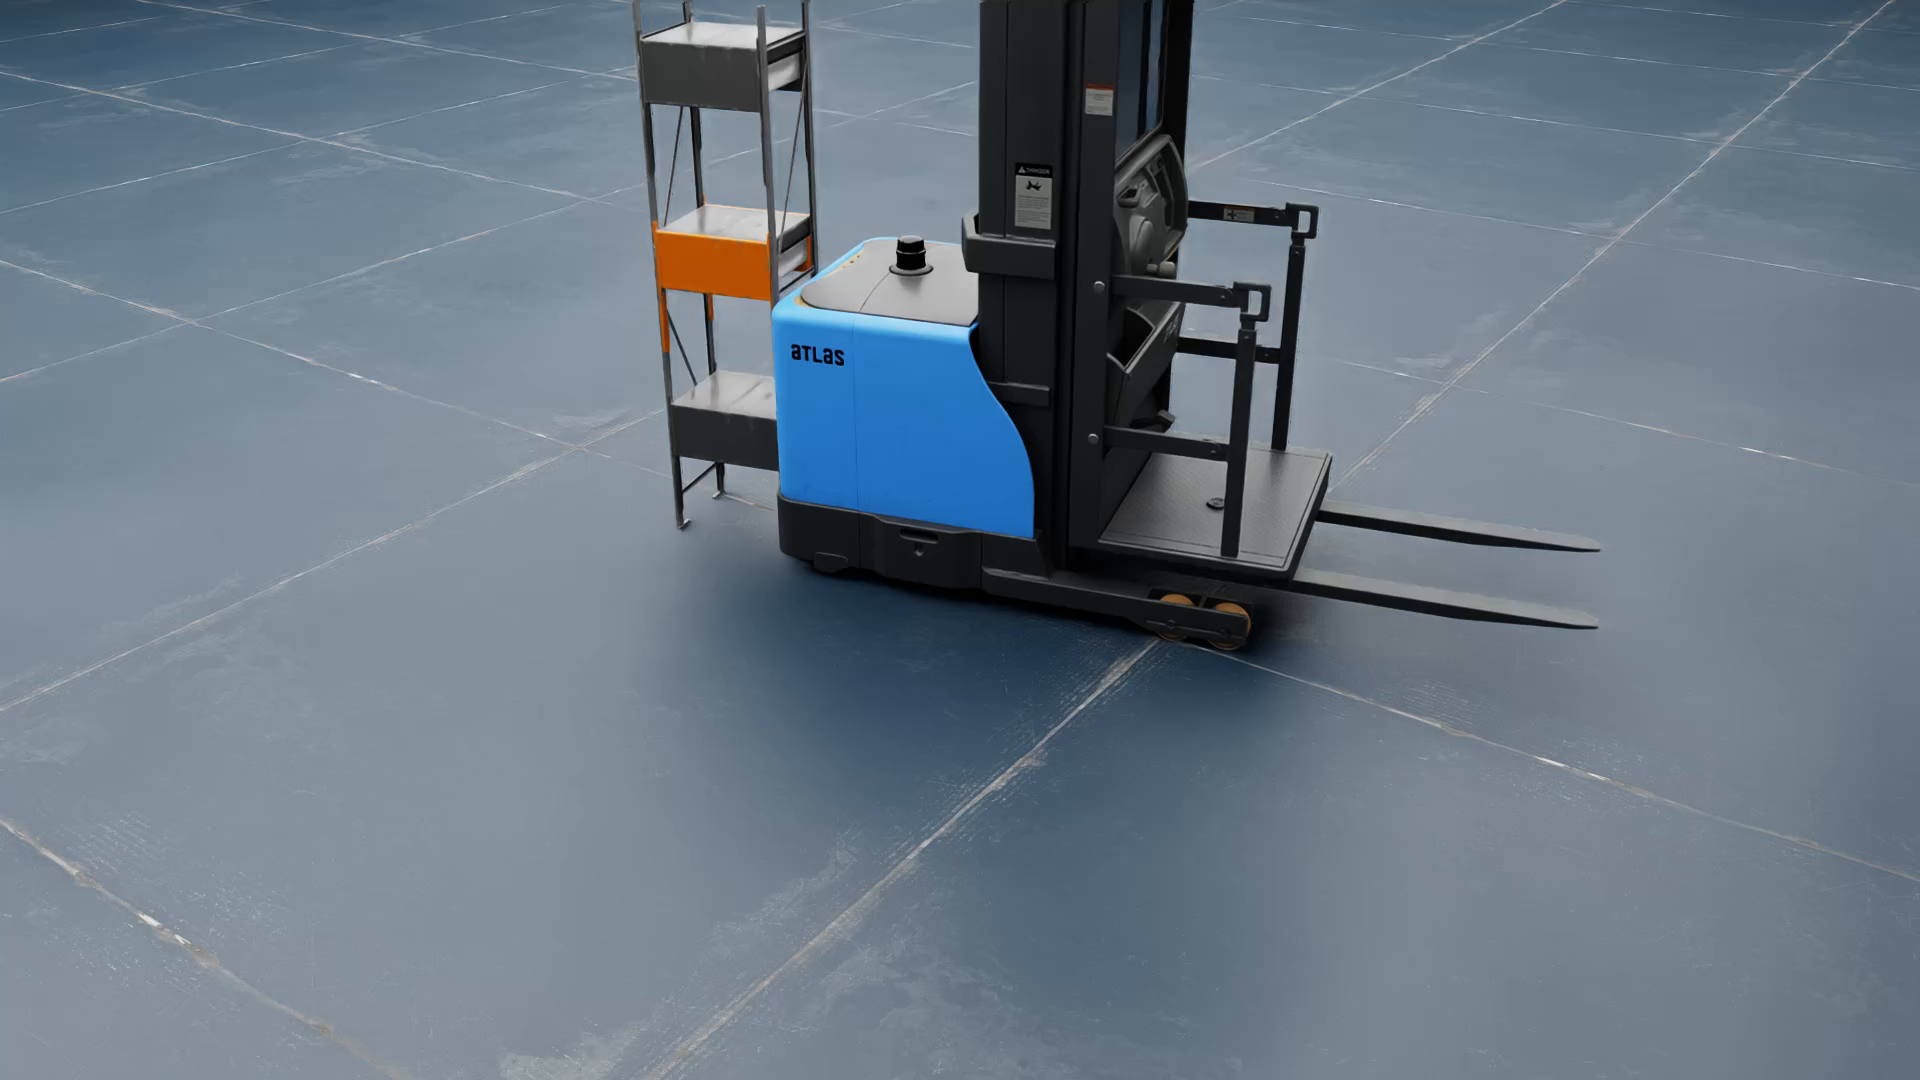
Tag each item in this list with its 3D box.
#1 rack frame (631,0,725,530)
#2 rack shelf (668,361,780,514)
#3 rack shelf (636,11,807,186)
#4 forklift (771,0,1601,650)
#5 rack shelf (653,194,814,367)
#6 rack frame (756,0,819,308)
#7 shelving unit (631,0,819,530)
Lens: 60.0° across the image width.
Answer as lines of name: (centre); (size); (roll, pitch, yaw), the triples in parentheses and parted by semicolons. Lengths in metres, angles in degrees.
rack frame: (-1.088, -1.062, 6.522); (0.015, 2.100, 0.400); (9, 28, 17)
rack shelf: (-0.859, -0.389, 6.772); (0.480, 0.518, 0.431); (9, 28, 17)
rack shelf: (-0.859, -1.637, 6.137); (0.480, 0.518, 0.431); (9, 28, 17)
forklift: (0.864, -1.183, 5.843); (3.031, 2.935, 1.130); (9, 28, 17)
rack shelf: (-0.859, -1.013, 6.455); (0.480, 0.518, 0.431); (9, 28, 17)
rack frame: (-0.629, -0.988, 6.376); (0.015, 2.100, 0.400); (9, 28, 17)
shelving unit: (-0.859, -1.025, 6.449); (0.503, 2.100, 0.431); (9, 28, 17)
